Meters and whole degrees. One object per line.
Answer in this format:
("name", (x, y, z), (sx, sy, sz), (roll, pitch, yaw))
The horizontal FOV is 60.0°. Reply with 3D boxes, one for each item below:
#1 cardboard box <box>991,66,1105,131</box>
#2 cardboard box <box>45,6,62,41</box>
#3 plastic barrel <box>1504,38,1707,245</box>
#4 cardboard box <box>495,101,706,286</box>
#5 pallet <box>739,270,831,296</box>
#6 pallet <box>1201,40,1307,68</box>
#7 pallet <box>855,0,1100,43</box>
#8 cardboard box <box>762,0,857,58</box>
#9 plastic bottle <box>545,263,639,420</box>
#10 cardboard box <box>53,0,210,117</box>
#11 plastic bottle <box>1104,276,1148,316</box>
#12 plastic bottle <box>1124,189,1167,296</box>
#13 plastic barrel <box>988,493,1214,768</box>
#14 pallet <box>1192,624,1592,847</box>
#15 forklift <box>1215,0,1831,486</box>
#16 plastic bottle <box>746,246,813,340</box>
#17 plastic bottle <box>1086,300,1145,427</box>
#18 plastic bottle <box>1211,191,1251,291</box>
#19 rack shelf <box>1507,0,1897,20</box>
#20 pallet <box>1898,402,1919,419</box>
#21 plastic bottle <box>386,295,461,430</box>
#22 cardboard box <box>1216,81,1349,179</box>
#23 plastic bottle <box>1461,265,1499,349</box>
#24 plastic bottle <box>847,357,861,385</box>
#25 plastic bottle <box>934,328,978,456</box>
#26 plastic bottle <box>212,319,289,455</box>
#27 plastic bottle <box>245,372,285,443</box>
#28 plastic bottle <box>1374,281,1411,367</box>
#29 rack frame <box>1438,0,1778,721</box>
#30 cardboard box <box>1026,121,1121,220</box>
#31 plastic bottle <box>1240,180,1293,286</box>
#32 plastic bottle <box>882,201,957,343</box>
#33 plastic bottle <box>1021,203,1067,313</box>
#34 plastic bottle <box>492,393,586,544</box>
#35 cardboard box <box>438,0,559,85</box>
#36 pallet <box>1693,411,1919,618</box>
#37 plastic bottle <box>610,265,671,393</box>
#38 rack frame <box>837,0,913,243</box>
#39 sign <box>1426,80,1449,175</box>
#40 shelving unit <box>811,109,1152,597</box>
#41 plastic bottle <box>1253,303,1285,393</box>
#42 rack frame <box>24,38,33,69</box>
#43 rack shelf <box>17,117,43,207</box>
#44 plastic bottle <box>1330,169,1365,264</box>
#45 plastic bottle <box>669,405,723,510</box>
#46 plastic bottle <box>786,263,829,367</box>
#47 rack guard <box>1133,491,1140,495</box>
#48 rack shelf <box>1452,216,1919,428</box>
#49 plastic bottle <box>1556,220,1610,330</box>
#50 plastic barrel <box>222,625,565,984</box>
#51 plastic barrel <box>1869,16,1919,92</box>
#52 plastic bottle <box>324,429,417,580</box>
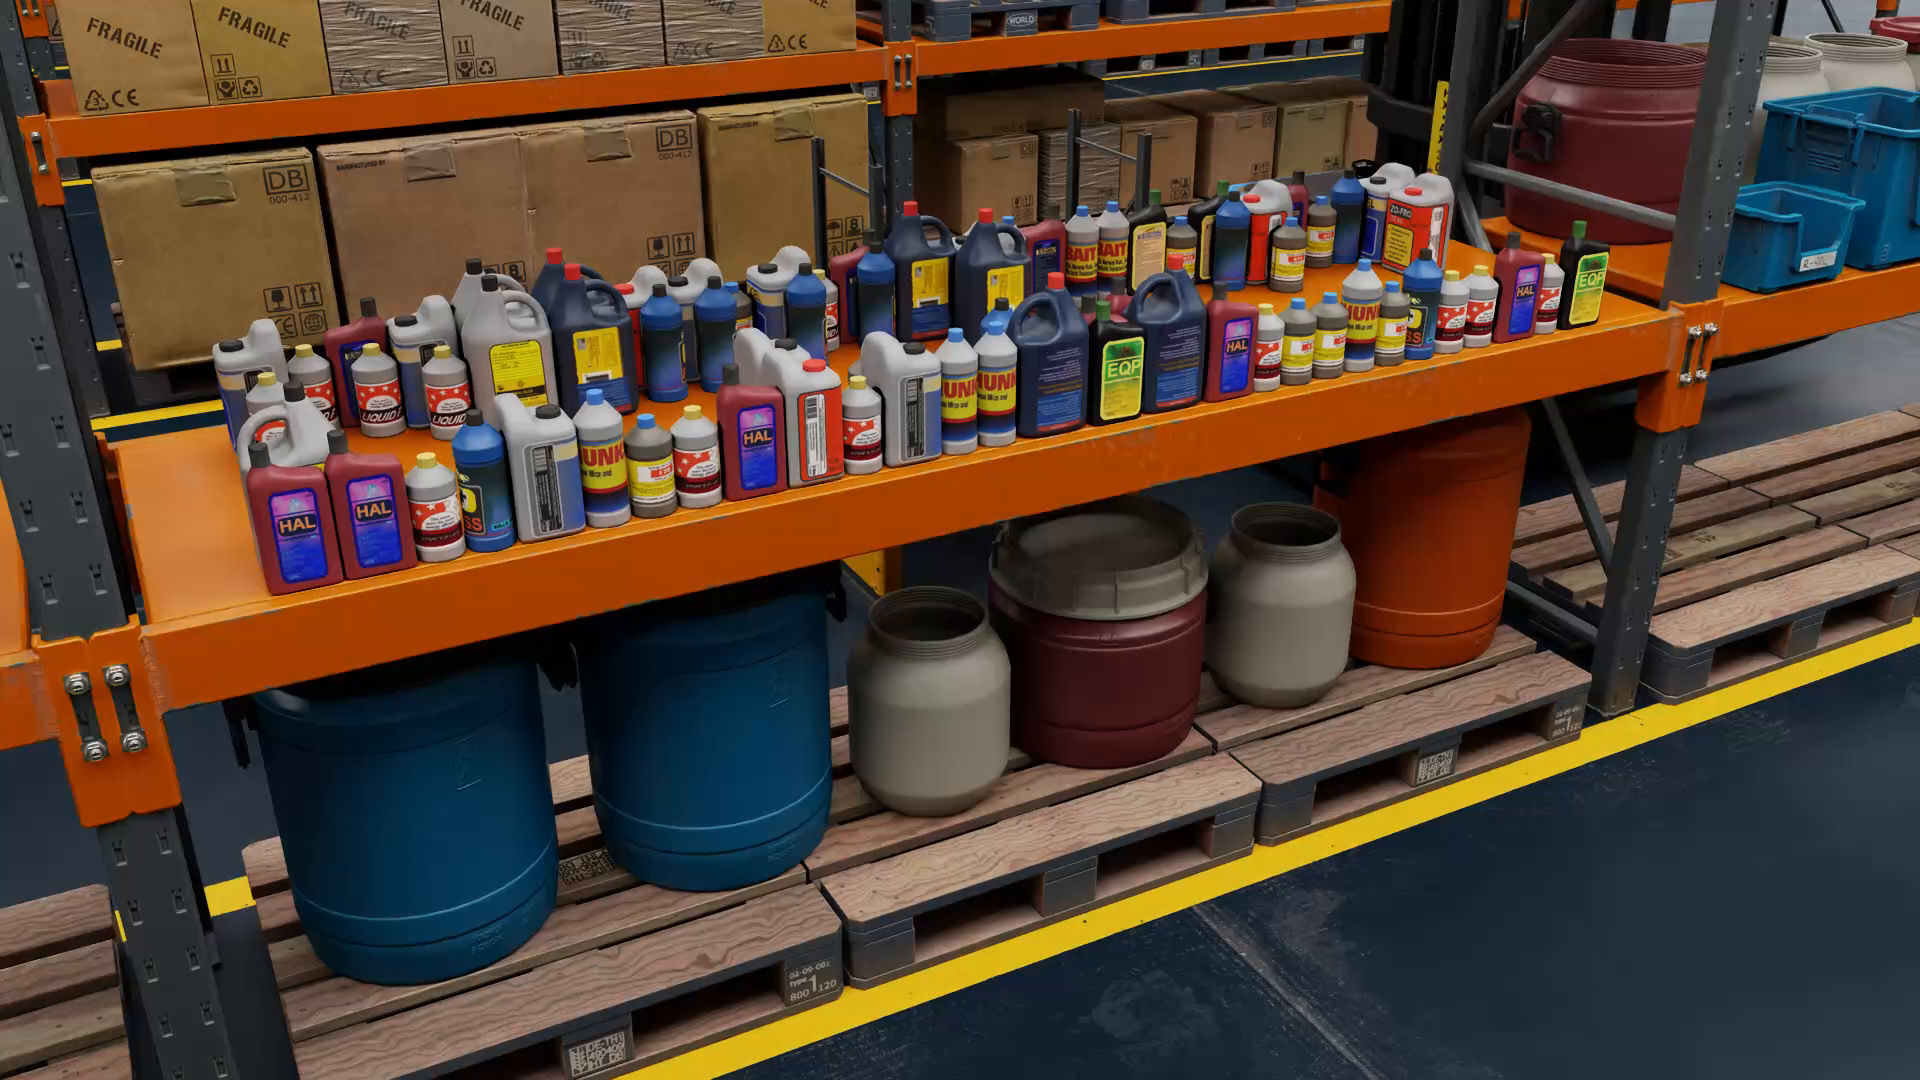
("cardboard box", (0.505, -2.563, 9.635), (0.500, 0.250, 0.500), (-10, 27, -19))
("cardboard box", (-8.218, -5.251, 15.692), (0.875, 0.875, 0.875), (-12, 28, -24))
("plastic barrel", (2.062, -1.273, 5.279), (0.708, 0.536, 0.600), (-13, 29, -25))
("cardboard box", (-1.944, -1.813, 8.531), (0.875, 0.875, 1.225), (-13, 29, -25))
("pallet", (-1.266, -1.504, 9.139), (1.213, 0.211, 1.003), (-13, 29, -25))
("pallet", (2.535, -4.741, 15.880), (1.213, 0.211, 1.003), (-13, 29, -25))
("pallet", (0.044, -2.992, 9.239), (1.003, 0.211, 1.213), (-13, 29, -25))
("cardboard box", (-0.854, -2.743, 8.382), (0.500, 0.500, 0.500), (-12, 28, -24))
("plastic bottle", (-0.846, -0.459, 3.798), (0.185, 0.351, 0.144), (-13, 29, -25))
("cardboard box", (-3.541, -2.122, 7.088), (0.500, 0.500, 0.500), (-13, 29, -25))
("plastic bottle", (0.400, -0.488, 3.936), (0.133, 0.283, 0.061), (-13, 29, -25))
("plastic bottle", (0.510, -0.833, 4.655), (0.133, 0.283, 0.061), (-13, 29, -25))
("plastic barrel", (0.375, 0.232, 4.601), (0.708, 0.588, 0.600), (-13, 29, -25))
("pallet", (1.120, 0.432, 5.106), (1.213, 0.211, 1.003), (-13, 29, -25))
("forklift", (2.563, -1.906, 6.833), (3.031, 2.935, 1.130), (-13, 28, -25))
("plastic bottle", (-0.448, -0.586, 4.149), (0.135, 0.276, 0.152), (-13, 29, -25))
("plastic bottle", (0.350, -0.406, 3.765), (0.133, 0.283, 0.061), (-13, 29, -25))
("plastic bottle", (0.767, -0.848, 4.700), (0.097, 0.271, 0.097), (0, 26, 0))
("rack shelf", (4.759, -3.791, 11.511), (4.000, 0.370, 1.077), (-13, 29, -25))
("pallet", (4.650, -0.384, 6.807), (1.213, 0.211, 1.003), (-13, 29, -25))
("plastic bottle", (-1.216, -0.409, 3.780), (0.135, 0.276, 0.152), (-13, 29, -25))
("cardboard box", (2.013, -2.573, 10.522), (0.500, 0.500, 0.700), (-13, 29, -25))
("plastic bottle", (1.325, -0.603, 4.270), (0.097, 0.201, 0.097), (0, 26, 0))
("plastic bottle", (-0.200, -0.326, 3.692), (0.097, 0.201, 0.097), (0, 26, 0))
("plastic bottle", (-0.009, -0.327, 3.613), (0.097, 0.271, 0.097), (0, 26, 0))
("plastic bottle", (-1.538, -0.335, 3.625), (0.135, 0.276, 0.152), (-13, 29, -25))
("plastic bottle", (-1.463, -0.257, 3.550), (0.097, 0.201, 0.097), (0, 26, 0))
("plastic bottle", (1.068, -0.544, 4.146), (0.097, 0.201, 0.097), (0, 26, 0))
("rack frame", (1.796, -1.002, 4.870), (0.127, 3.000, 1.000), (-13, 29, -25))
("cardboard box", (0.530, -2.227, 9.802), (0.500, 0.500, 0.700), (-16, 30, -29))
("plastic bottle", (0.853, -0.887, 4.775), (0.135, 0.276, 0.152), (-13, 29, -25))
("plastic bottle", (-0.105, -0.701, 4.302), (0.185, 0.351, 0.144), (-13, 29, -25))
("plastic bottle", (0.221, -0.766, 4.515), (0.133, 0.283, 0.061), (-13, 29, -25))
("plastic bottle", (-0.823, -0.154, 3.249), (0.135, 0.276, 0.152), (-13, 29, -25))
("cardboard box", (-2.203, -2.433, 7.737), (0.500, 0.500, 0.500), (-12, 28, -24))
("pallet", (3.572, -0.134, 6.286), (1.213, 0.211, 1.003), (-13, 29, -25))
("plastic bottle", (-0.771, -0.512, 3.994), (0.135, 0.276, 0.152), (-13, 29, -25))
("rack frame", (-0.535, -2.893, 8.810), (0.127, 3.000, 1.000), (-13, 29, -25))
("sign", (1.530, -1.284, 5.270), (0.005, 0.325, 0.100), (-13, 29, -25))
("shelving unit", (0.067, -0.692, 5.958), (1.083, 1.500, 0.587), (-13, 29, -25))
("plastic bottle", (0.724, -0.464, 3.981), (0.097, 0.201, 0.097), (0, 26, 0))
("rack frame", (-8.728, -5.863, 14.996), (0.127, 3.000, 1.000), (-13, 29, -25))
("rack shelf", (-5.829, -1.347, 6.421), (4.000, 0.370, 1.077), (-13, 29, -25))
("plastic bottle", (1.146, -0.966, 4.944), (0.097, 0.271, 0.097), (0, 26, 0))
("plastic bottle", (-0.536, -0.173, 3.375), (0.097, 0.201, 0.097), (0, 26, 0))
("plastic bottle", (-0.372, -0.541, 4.059), (0.097, 0.271, 0.097), (0, 26, 0))
("rack guard", (0.507, -0.230, 6.439), (0.087, 0.250, 0.587), (-13, 29, -25))
("rack shelf", (3.560, -1.085, 5.875), (4.000, 0.370, 1.077), (-13, 29, -25))
("plastic bottle", (1.639, -0.704, 4.385), (0.133, 0.283, 0.061), (-13, 29, -25))
("plastic barrel", (-1.246, 0.465, 3.754), (0.708, 0.901, 0.600), (-13, 29, -25))
("plastic barrel", (3.348, -1.529, 5.812), (0.433, 0.535, 0.433), (0, 26, 0))
("plastic bottle", (-1.092, -0.073, 3.072), (0.133, 0.283, 0.061), (-13, 29, -25))
